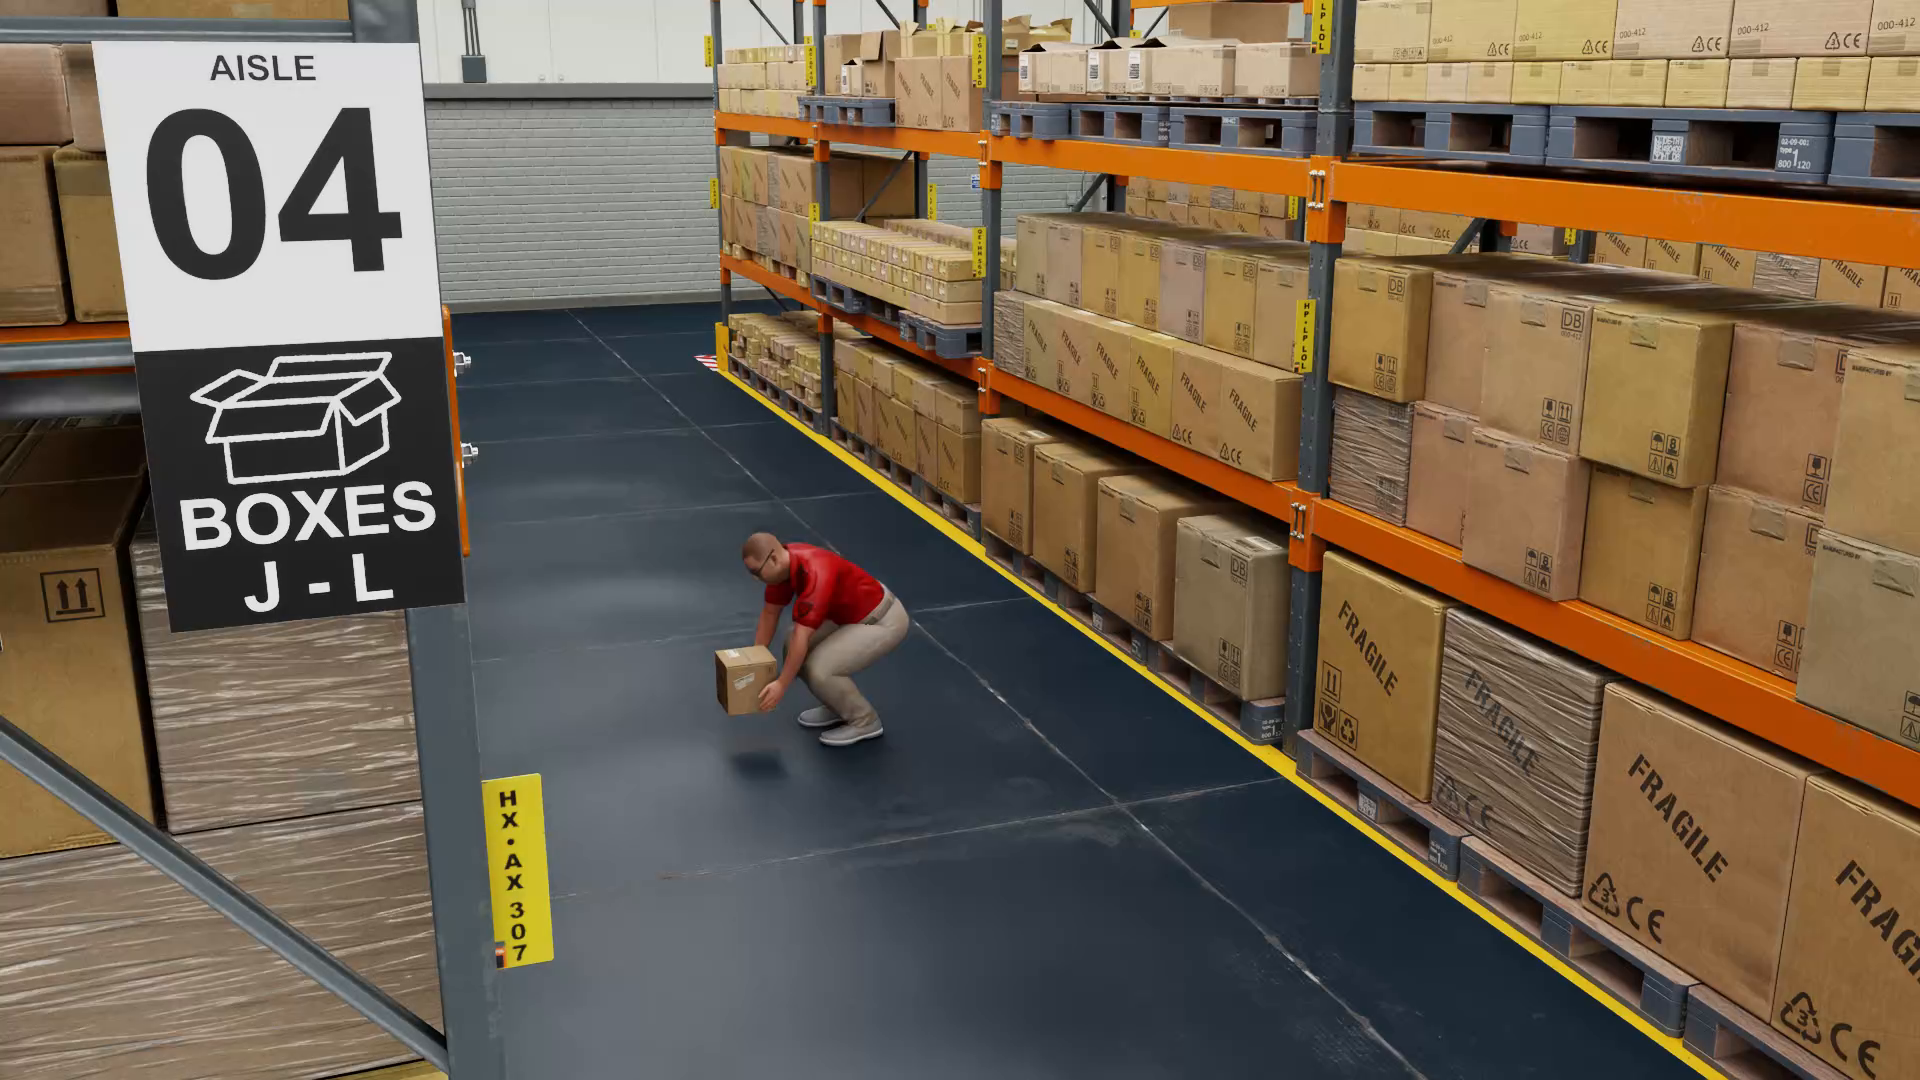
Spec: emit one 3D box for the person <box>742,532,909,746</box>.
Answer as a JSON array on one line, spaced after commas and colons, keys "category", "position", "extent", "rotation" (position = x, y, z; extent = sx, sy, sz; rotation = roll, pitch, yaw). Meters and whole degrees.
[{"category": "person", "position": [-0.663, 0.451, 8.142], "extent": [0.844, 1.085, 0.568], "rotation": [-6, 17, -20]}]
